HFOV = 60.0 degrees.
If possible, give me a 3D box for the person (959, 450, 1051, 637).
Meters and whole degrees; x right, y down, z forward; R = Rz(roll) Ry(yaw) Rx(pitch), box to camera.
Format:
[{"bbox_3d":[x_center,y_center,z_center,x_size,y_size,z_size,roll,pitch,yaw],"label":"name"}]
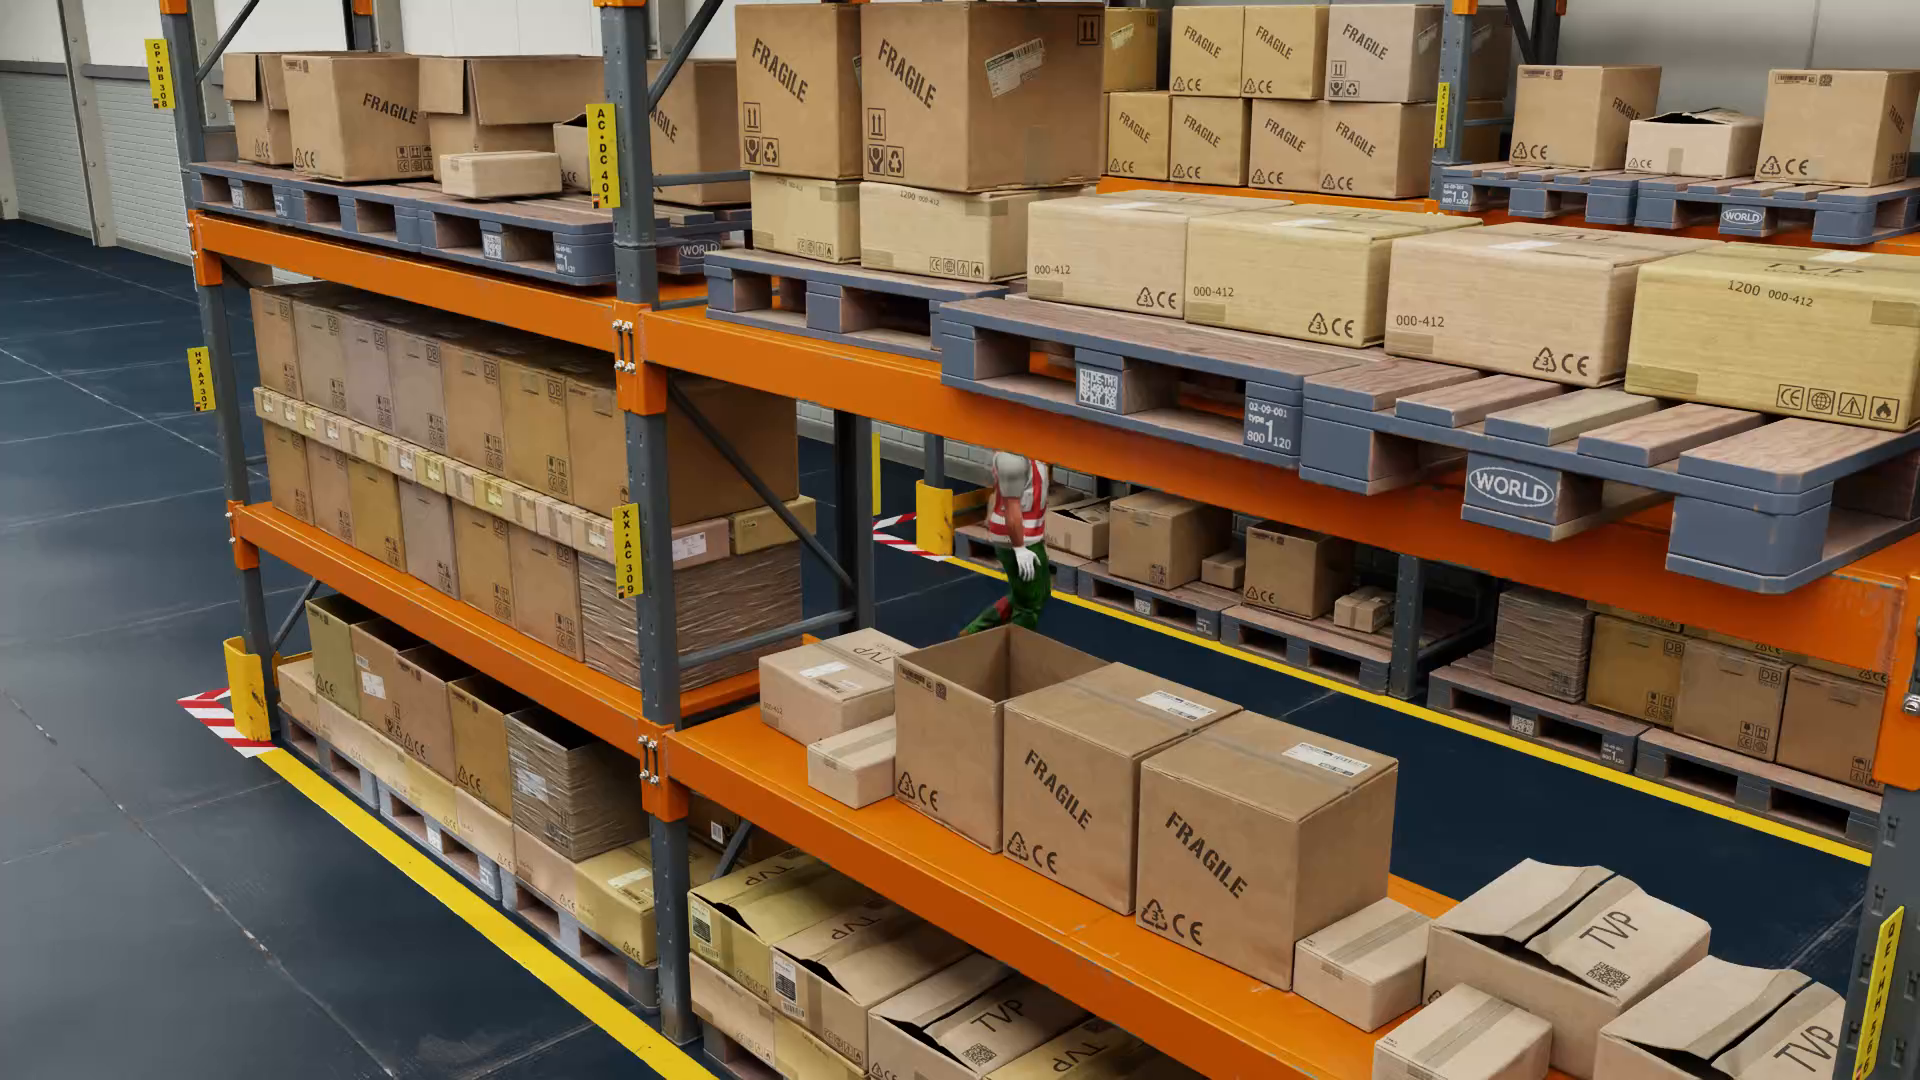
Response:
[{"bbox_3d":[0.278,-0.007,9.446,0.597,1.780,0.546,2,17,7],"label":"person"}]
